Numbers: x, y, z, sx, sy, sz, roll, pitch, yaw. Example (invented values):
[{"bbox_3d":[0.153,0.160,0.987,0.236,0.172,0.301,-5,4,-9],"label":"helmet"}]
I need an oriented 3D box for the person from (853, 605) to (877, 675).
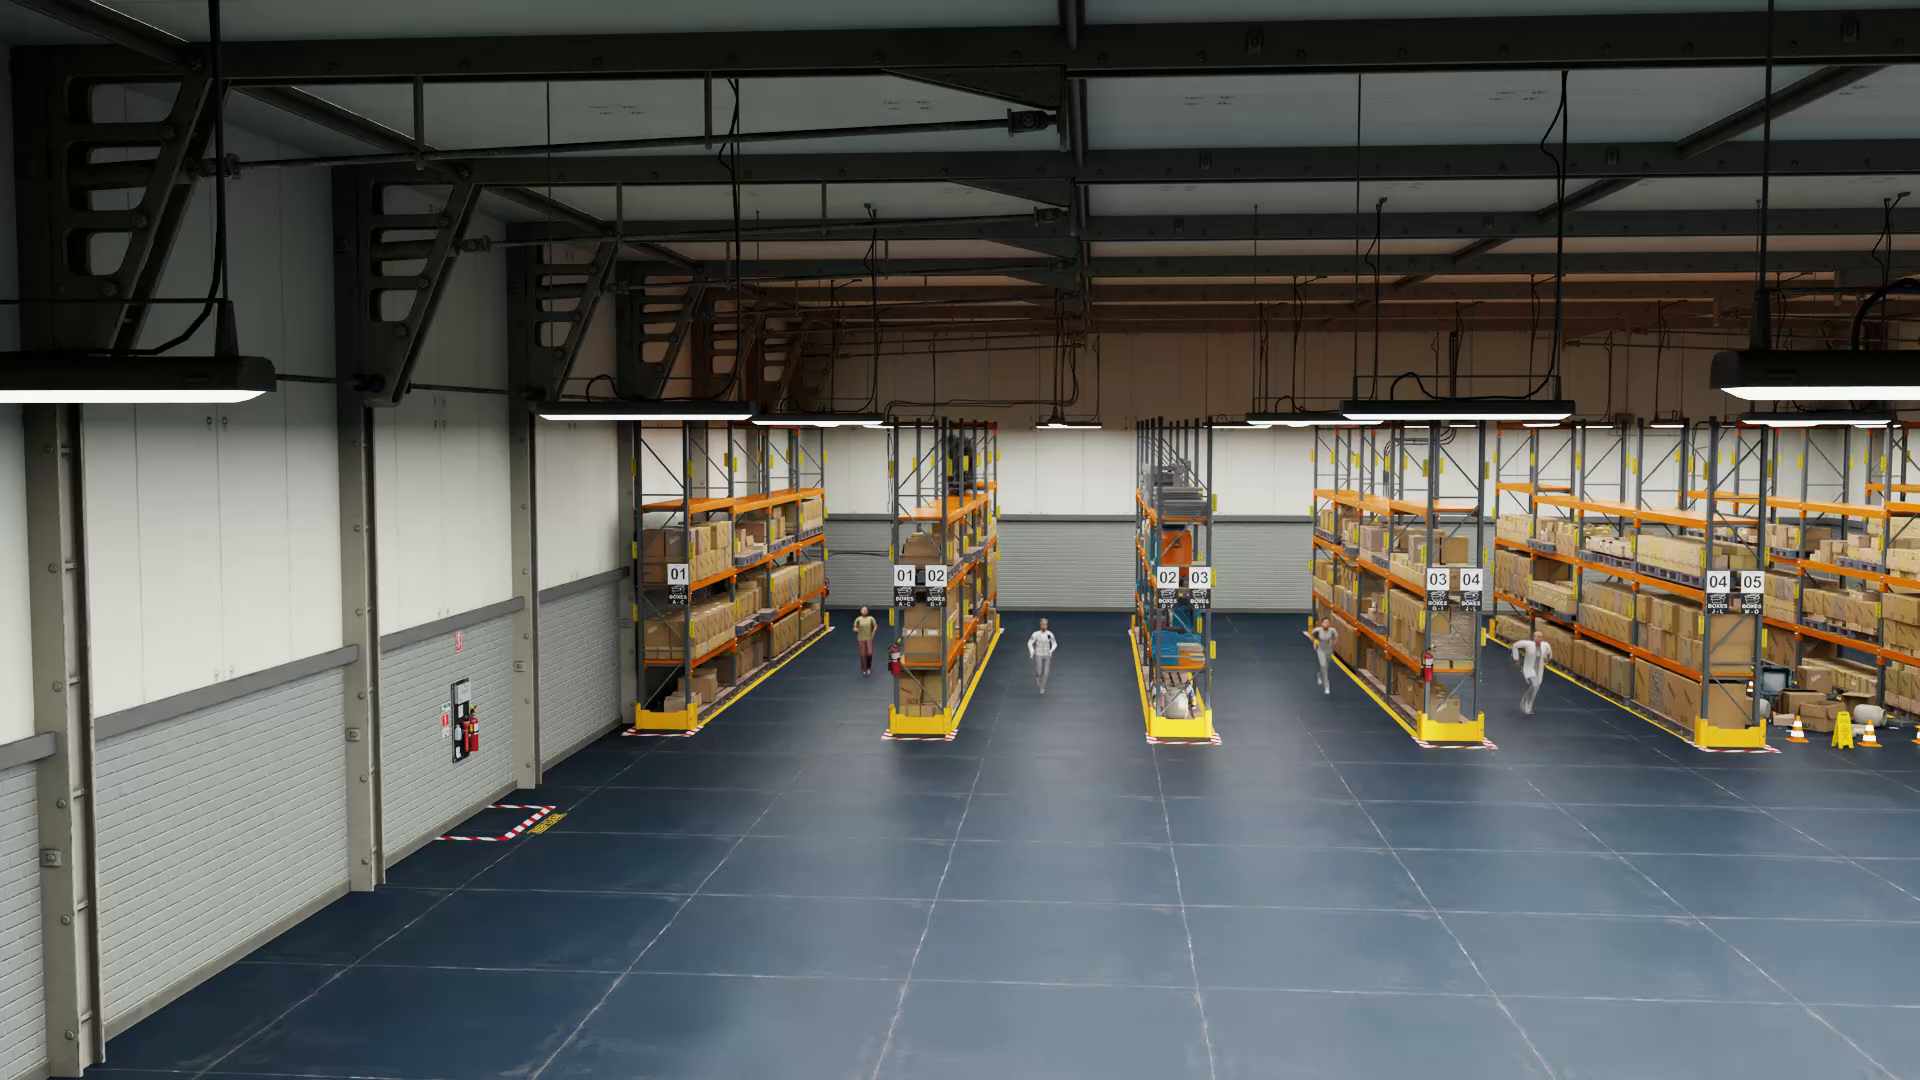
[{"bbox_3d":[-2.210,2.354,38.883,0.564,1.645,0.577,0,4,-5],"label":"person"}]

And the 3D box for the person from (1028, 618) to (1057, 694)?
[{"bbox_3d":[1.817,2.533,36.364,0.629,1.652,0.542,0,4,-4],"label":"person"}]

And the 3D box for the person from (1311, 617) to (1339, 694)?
[{"bbox_3d":[8.049,2.506,36.729,0.570,1.666,1.082,0,4,-1],"label":"person"}]

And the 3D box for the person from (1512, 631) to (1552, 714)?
[{"bbox_3d":[11.537,2.661,33.500,0.690,1.706,0.952,-1,4,-11],"label":"person"}]
